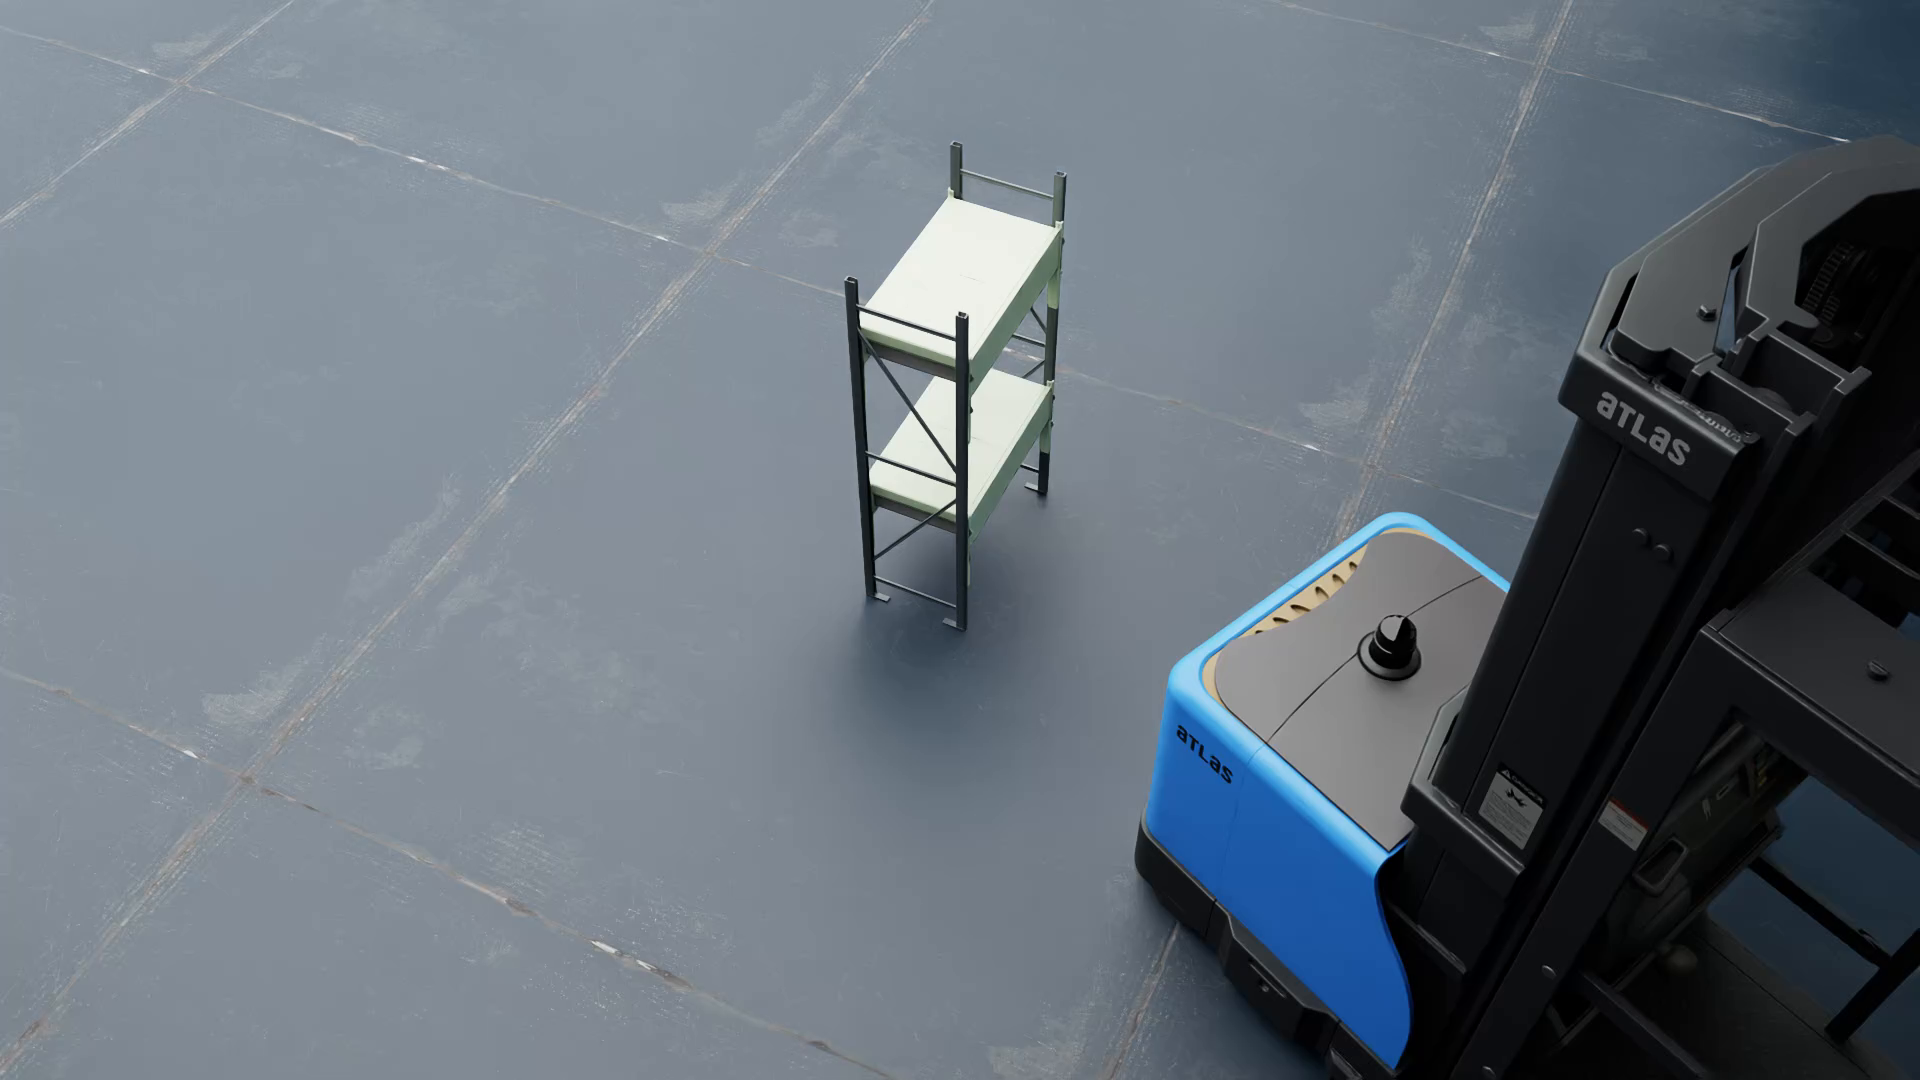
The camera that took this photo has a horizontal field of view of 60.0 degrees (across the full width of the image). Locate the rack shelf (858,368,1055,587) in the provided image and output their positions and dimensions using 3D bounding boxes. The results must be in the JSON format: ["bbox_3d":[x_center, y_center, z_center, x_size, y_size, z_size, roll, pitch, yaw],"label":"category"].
[{"bbox_3d":[-0.003,-0.270,5.923,0.431,0.370,0.720,20,52,16],"label":"rack shelf"}]

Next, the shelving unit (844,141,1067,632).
[{"bbox_3d":[-0.003,-0.481,5.675,0.431,1.500,0.755,20,52,16],"label":"shelving unit"}]

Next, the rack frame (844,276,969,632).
[{"bbox_3d":[-0.159,-0.229,5.460,0.400,1.500,0.023,20,52,16],"label":"rack frame"}]

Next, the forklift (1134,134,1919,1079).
[{"bbox_3d":[1.881,0.736,3.699,1.130,2.935,3.031,-32,57,-24],"label":"forklift"}]

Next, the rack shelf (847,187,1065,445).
[{"bbox_3d":[-0.003,-0.734,5.378,0.431,0.370,0.720,20,52,16],"label":"rack shelf"}]

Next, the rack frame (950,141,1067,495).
[{"bbox_3d":[0.154,-0.733,5.889,0.400,1.500,0.023,20,52,16],"label":"rack frame"}]
